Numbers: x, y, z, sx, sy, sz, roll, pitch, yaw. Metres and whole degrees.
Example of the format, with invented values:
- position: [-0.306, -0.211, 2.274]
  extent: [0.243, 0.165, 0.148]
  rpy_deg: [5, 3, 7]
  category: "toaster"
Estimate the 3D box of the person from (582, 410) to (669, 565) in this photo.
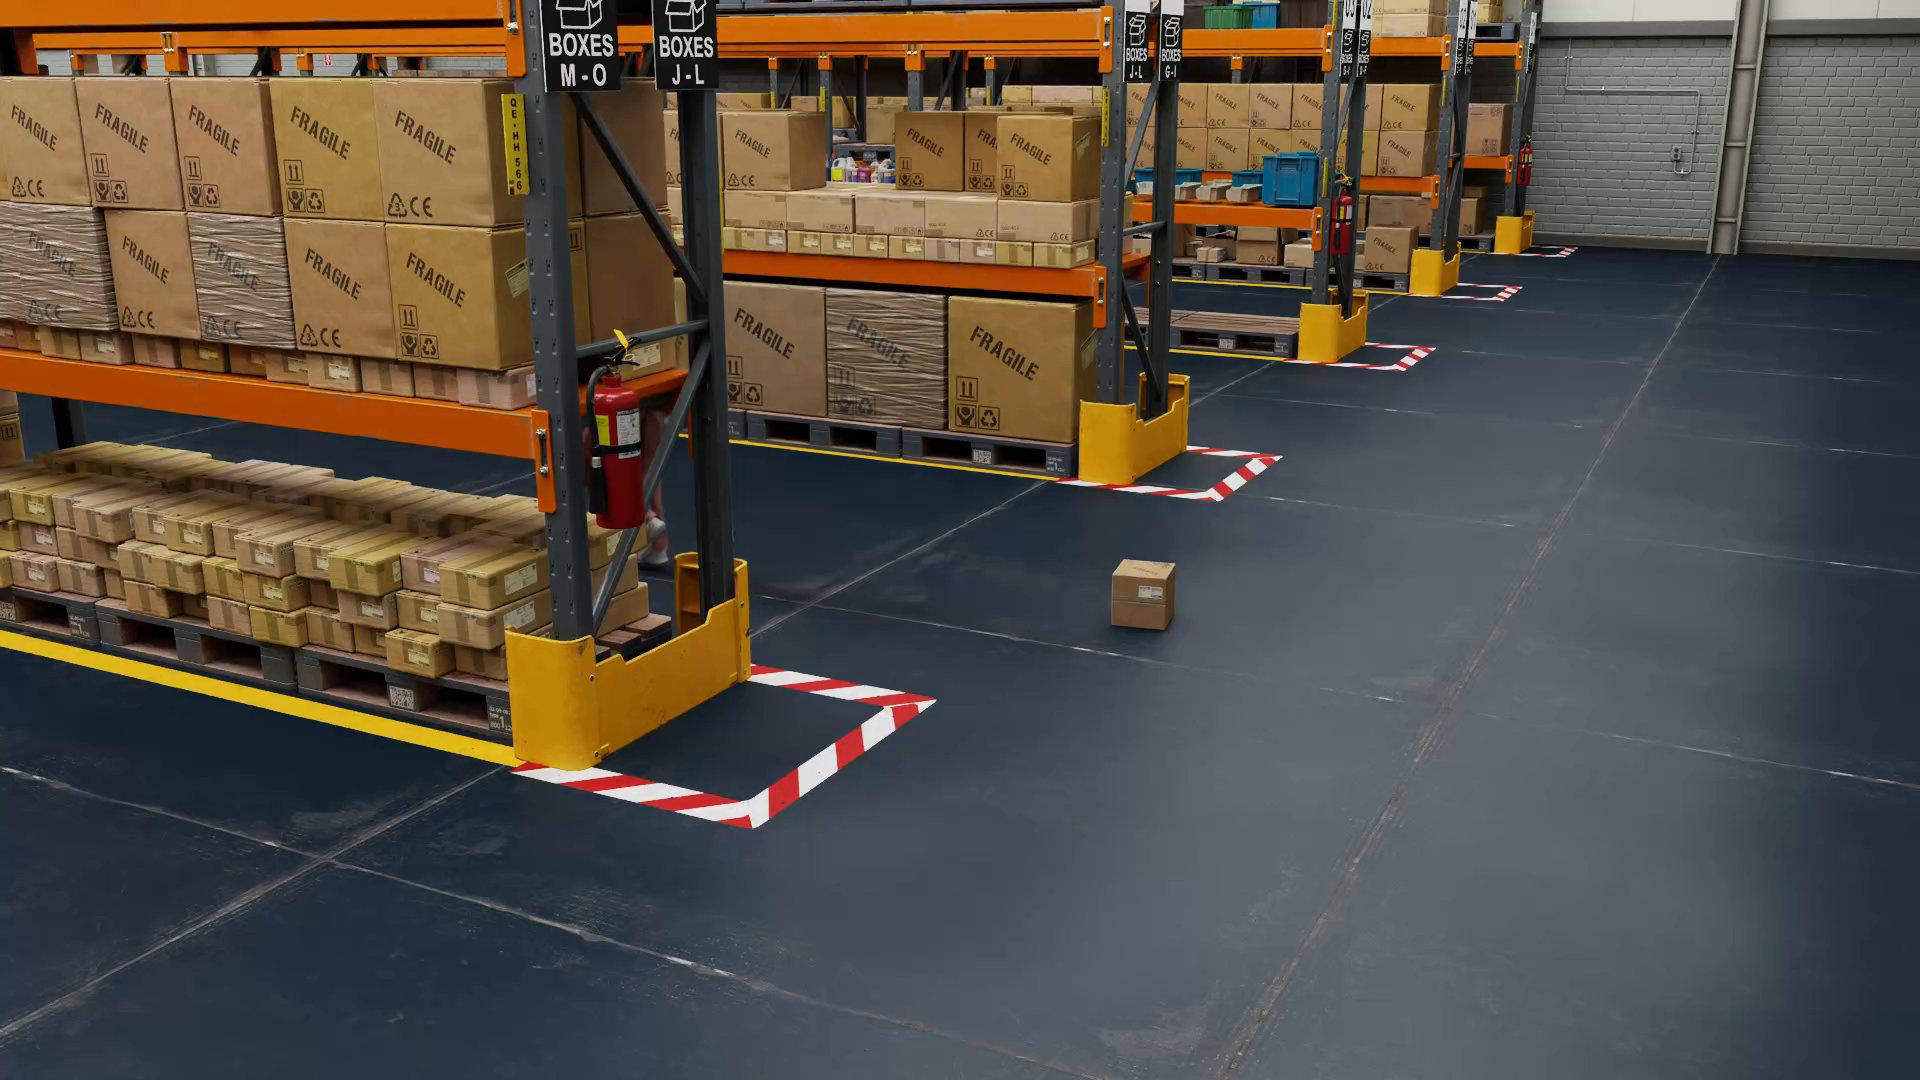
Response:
- position: [-1.661, -0.680, 8.351]
  extent: [0.477, 1.658, 0.463]
  rpy_deg: [8, 18, 25]
  category: "person"
